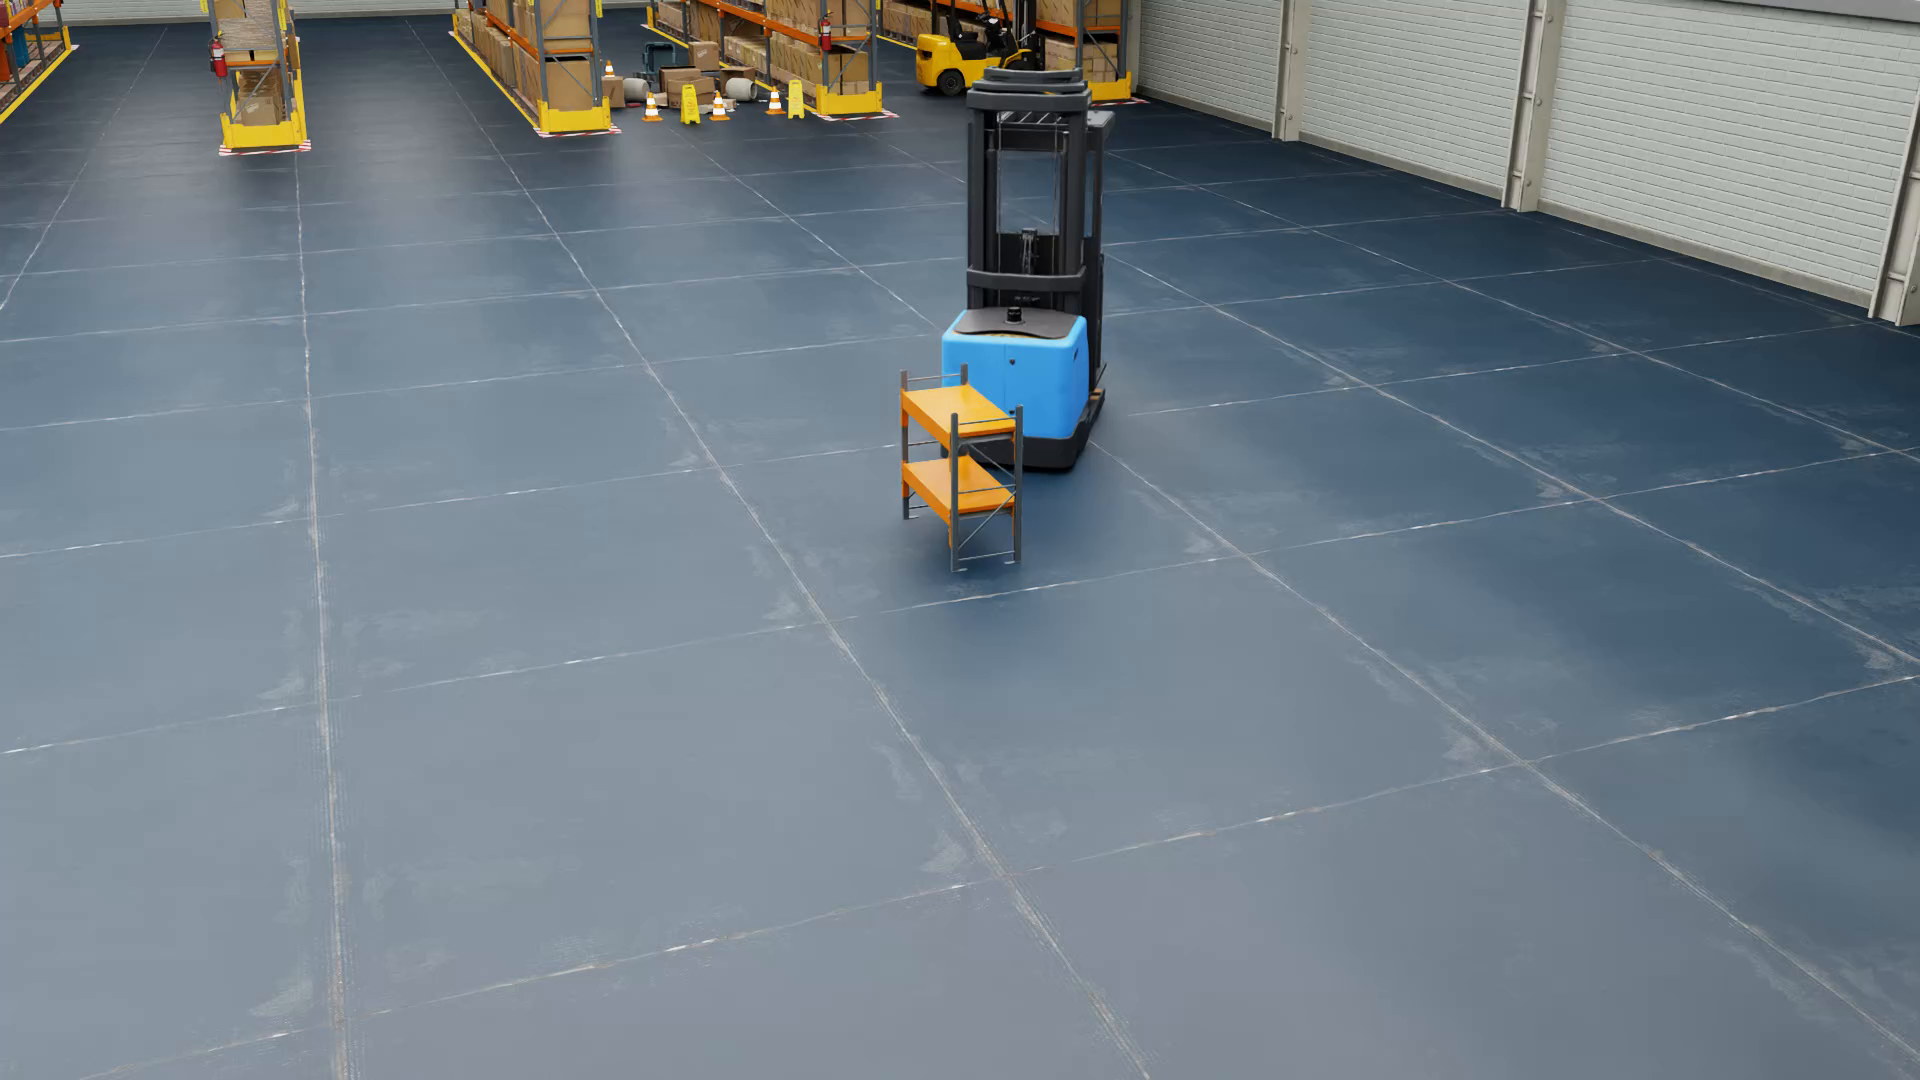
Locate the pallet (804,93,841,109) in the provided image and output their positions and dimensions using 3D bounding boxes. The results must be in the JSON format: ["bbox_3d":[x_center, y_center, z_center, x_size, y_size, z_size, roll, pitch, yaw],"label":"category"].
[{"bbox_3d":[-2.257,-8.172,30.866,1.003,0.211,1.213,-8,24,-19],"label":"pallet"}]

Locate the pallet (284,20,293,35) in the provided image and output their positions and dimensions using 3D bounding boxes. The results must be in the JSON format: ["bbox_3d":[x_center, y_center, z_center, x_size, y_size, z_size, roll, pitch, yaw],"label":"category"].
[{"bbox_3d":[-12.794,-9.432,30.513,1.003,0.211,1.213,-8,24,-19],"label":"pallet"}]

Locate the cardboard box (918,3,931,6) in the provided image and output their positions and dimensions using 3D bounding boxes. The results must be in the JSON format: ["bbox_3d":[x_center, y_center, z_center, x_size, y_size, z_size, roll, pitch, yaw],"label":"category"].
[{"bbox_3d":[-0.819,-13.039,40.667,0.380,0.149,0.250,-8,24,-18],"label":"cardboard box"}]

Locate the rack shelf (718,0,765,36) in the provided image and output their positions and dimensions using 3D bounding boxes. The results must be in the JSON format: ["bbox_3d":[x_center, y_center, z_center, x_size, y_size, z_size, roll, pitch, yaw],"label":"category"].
[{"bbox_3d":[-4.096,-10.978,34.860,1.077,0.370,4.000,-8,24,-19],"label":"rack shelf"}]

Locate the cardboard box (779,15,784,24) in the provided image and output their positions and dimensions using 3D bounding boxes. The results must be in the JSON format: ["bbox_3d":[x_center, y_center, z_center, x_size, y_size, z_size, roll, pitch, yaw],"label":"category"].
[{"bbox_3d":[-3.263,-10.037,32.024,0.380,0.149,0.250,-8,24,-17],"label":"cardboard box"}]

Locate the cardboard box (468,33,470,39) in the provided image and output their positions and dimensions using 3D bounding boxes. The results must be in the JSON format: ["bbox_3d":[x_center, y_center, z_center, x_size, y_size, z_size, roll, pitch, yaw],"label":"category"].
[{"bbox_3d":[-11.435,-11.942,39.351,0.380,0.149,0.250,-9,25,-21],"label":"cardboard box"}]

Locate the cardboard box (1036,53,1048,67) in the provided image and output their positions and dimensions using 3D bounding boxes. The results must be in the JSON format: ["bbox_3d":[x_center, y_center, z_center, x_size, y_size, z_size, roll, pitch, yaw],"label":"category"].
[{"bbox_3d":[1.833,-9.471,32.714,0.500,0.250,0.500,-9,24,-20],"label":"cardboard box"}]

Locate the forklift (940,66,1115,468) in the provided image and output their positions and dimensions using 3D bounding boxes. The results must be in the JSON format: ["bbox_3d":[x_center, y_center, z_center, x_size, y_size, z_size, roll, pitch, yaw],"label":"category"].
[{"bbox_3d":[0.653,-2.450,13.790,1.130,2.935,3.031,5,23,11],"label":"forklift"}]

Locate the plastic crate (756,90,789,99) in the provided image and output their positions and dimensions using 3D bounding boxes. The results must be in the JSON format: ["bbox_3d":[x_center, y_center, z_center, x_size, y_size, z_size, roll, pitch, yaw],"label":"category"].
[{"bbox_3d":[-3.602,-8.554,31.942,0.402,0.080,0.583,-18,29,-37],"label":"plastic crate"}]

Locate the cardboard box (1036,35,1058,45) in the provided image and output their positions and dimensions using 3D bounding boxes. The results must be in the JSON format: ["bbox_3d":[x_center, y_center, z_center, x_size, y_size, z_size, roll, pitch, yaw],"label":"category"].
[{"bbox_3d":[1.666,-9.875,33.030,0.500,0.250,0.500,-9,24,-20],"label":"cardboard box"}]

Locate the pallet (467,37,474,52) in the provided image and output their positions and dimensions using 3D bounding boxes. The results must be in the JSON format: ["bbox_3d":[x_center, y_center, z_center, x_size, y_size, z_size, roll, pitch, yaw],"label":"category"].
[{"bbox_3d":[-11.081,-11.728,39.303,1.003,0.211,1.213,-8,24,-19],"label":"pallet"}]

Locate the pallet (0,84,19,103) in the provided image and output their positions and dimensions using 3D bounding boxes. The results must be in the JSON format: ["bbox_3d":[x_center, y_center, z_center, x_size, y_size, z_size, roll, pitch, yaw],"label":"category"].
[{"bbox_3d":[-18.470,-8.425,31.467,1.003,0.211,1.213,-8,24,-19],"label":"pallet"}]

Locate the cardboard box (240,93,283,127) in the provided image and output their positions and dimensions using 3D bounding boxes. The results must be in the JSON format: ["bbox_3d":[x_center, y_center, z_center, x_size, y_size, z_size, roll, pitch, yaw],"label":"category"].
[{"bbox_3d":[-11.452,-7.040,27.269,0.500,0.500,0.500,-4,23,-9],"label":"cardboard box"}]

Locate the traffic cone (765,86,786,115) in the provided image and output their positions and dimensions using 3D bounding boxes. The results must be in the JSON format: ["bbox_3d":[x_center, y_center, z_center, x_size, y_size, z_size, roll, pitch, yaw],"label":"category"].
[{"bbox_3d":[-3.335,-7.939,29.991,0.336,0.463,0.334,-8,24,-19],"label":"traffic cone"}]

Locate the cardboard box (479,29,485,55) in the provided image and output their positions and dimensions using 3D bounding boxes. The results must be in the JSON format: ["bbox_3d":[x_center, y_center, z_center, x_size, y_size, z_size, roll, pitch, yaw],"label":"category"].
[{"bbox_3d":[-10.256,-10.944,36.531,0.500,0.500,0.500,-9,25,-21],"label":"cardboard box"}]

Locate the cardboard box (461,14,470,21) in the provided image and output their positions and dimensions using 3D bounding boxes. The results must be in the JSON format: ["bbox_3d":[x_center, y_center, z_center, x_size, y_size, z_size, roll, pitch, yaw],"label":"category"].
[{"bbox_3d":[-11.873,-12.668,40.308,0.380,0.149,0.250,-8,24,-18],"label":"cardboard box"}]

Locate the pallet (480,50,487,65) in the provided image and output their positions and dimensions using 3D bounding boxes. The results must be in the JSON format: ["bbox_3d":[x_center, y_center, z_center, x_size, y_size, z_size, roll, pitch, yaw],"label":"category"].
[{"bbox_3d":[-10.099,-10.762,37.011,1.003,0.211,1.213,-8,24,-19],"label":"pallet"}]

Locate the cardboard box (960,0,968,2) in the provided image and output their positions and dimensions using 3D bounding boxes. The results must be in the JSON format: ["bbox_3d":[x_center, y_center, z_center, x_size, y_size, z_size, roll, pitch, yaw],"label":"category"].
[{"bbox_3d":[0.311,-11.896,36.305,0.500,0.250,0.500,-8,24,-17],"label":"cardboard box"}]

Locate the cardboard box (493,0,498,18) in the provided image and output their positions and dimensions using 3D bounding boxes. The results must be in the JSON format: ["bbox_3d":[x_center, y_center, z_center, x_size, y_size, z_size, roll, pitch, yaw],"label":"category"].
[{"bbox_3d":[-8.957,-10.617,32.949,0.500,0.500,0.500,-9,24,-20],"label":"cardboard box"}]

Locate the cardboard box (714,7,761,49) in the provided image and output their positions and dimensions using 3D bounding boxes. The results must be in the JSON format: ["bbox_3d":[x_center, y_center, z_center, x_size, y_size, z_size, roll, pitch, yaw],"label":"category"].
[{"bbox_3d":[-4.969,-11.513,37.398,0.875,0.875,0.875,-9,24,-19],"label":"cardboard box"}]

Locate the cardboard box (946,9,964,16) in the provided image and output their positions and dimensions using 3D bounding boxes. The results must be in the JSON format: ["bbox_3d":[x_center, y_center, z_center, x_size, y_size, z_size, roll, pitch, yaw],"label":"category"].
[{"bbox_3d":[-0.121,-12.391,39.130,0.380,0.149,0.250,-8,24,-17],"label":"cardboard box"}]

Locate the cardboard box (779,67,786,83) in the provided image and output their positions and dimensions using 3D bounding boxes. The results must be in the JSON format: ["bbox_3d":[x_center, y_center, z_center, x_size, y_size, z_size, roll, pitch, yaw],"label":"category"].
[{"bbox_3d":[-3.234,-9.065,32.395,0.500,0.250,0.500,-7,24,-16],"label":"cardboard box"}]

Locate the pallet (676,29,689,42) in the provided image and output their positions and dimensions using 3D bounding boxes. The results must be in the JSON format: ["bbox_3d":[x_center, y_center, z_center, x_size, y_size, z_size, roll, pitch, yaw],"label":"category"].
[{"bbox_3d":[-6.411,-12.491,41.115,1.003,0.211,1.213,-8,24,-19],"label":"pallet"}]

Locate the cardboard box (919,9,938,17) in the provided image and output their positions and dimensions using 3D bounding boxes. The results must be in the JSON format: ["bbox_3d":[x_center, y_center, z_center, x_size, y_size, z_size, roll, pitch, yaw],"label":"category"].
[{"bbox_3d":[-0.749,-12.400,39.151,0.380,0.149,0.250,-9,25,-21],"label":"cardboard box"}]

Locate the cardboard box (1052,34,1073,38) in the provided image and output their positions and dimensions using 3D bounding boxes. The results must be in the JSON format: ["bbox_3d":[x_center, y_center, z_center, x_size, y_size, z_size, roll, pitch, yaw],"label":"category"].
[{"bbox_3d":[2.152,-9.951,33.209,0.500,0.250,0.500,-9,24,-20],"label":"cardboard box"}]

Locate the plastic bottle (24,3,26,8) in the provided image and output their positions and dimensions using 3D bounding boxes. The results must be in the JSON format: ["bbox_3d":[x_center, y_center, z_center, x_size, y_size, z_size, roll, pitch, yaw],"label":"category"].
[{"bbox_3d":[-19.612,-11.221,34.767,0.097,0.201,0.097,0,23,0],"label":"plastic bottle"}]

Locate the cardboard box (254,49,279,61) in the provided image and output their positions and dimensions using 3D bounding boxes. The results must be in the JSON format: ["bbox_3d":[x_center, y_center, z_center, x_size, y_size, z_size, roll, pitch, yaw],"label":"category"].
[{"bbox_3d":[-11.125,-7.790,26.693,0.380,0.149,0.250,-8,24,-19],"label":"cardboard box"}]

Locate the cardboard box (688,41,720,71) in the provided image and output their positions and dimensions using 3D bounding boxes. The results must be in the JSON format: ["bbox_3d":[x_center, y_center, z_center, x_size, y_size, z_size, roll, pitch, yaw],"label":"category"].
[{"bbox_3d":[-5.044,-9.524,32.729,0.500,0.500,0.500,-8,24,-19],"label":"cardboard box"}]

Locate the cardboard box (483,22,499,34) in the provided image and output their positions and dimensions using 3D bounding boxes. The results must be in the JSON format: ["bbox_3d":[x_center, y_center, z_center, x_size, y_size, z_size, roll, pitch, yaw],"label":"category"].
[{"bbox_3d":[-9.884,-10.920,35.508,0.500,0.250,0.500,-9,24,-20],"label":"cardboard box"}]

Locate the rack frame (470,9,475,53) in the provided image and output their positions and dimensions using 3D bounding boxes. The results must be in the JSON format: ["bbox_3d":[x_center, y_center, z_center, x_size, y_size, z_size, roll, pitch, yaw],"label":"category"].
[{"bbox_3d":[-10.811,-12.773,38.194,1.000,3.000,0.127,-8,24,-19],"label":"rack frame"}]

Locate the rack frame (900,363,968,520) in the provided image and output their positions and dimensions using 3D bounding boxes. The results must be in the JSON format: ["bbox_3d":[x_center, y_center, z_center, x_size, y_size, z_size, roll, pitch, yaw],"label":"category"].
[{"bbox_3d":[-0.182,-0.706,11.976,0.500,1.125,0.032,-8,24,-19],"label":"rack frame"}]

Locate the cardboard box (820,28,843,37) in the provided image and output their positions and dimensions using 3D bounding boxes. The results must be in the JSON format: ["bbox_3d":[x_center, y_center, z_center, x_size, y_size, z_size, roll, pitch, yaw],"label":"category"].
[{"bbox_3d":[-2.308,-9.120,29.849,0.380,0.149,0.250,-8,24,-17],"label":"cardboard box"}]

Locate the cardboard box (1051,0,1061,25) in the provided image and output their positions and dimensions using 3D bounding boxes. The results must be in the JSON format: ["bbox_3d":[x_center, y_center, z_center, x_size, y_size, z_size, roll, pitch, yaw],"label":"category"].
[{"bbox_3d":[2.072,-10.190,31.936,0.500,0.500,0.500,-8,24,-17],"label":"cardboard box"}]

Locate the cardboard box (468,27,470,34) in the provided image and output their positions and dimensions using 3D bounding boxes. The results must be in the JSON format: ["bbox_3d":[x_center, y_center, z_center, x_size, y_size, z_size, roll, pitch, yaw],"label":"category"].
[{"bbox_3d":[-11.326,-11.958,39.005,0.380,0.149,0.250,-10,25,-22],"label":"cardboard box"}]

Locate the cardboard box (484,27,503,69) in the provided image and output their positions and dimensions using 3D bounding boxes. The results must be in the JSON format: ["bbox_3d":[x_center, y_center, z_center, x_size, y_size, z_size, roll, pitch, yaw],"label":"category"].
[{"bbox_3d":[-9.267,-10.243,34.547,1.050,0.750,0.750,-9,24,-20],"label":"cardboard box"}]

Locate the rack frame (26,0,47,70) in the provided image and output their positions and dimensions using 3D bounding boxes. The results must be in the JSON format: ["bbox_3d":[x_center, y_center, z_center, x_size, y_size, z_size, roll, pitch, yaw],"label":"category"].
[{"bbox_3d":[-20.120,-11.450,35.054,1.000,3.000,0.127,-8,24,-19],"label":"rack frame"}]

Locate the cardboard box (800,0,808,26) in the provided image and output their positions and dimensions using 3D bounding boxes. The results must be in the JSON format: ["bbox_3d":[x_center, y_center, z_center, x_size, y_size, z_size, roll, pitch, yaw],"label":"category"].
[{"bbox_3d":[-2.598,-9.654,30.282,0.500,0.500,0.500,-8,24,-19],"label":"cardboard box"}]

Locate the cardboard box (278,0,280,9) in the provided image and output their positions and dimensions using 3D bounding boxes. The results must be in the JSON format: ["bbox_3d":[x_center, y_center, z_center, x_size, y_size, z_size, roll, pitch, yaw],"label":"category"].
[{"bbox_3d":[-11.357,-8.833,27.046,0.500,0.500,0.500,-8,24,-19],"label":"cardboard box"}]

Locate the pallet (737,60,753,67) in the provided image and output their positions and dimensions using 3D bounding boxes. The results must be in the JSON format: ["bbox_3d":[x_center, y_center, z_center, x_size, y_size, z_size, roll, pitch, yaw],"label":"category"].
[{"bbox_3d":[-4.100,-10.024,35.261,1.003,0.211,1.213,-8,24,-19],"label":"pallet"}]

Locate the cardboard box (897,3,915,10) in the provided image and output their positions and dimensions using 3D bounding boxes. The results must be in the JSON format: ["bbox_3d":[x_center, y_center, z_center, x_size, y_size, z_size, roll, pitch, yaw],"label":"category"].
[{"bbox_3d":[-1.314,-13.066,40.730,0.380,0.149,0.250,-9,24,-20],"label":"cardboard box"}]

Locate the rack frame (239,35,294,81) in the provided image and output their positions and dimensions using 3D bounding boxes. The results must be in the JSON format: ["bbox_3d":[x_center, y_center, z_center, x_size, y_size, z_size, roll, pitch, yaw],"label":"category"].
[{"bbox_3d":[-14.073,-10.676,33.218,1.000,3.000,0.127,-8,24,-19],"label":"rack frame"}]

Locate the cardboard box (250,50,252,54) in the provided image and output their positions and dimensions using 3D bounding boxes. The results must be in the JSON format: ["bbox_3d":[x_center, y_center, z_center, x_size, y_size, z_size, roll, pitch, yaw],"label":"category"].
[{"bbox_3d":[-11.889,-8.093,27.413,0.380,0.149,0.250,-8,24,-19],"label":"cardboard box"}]

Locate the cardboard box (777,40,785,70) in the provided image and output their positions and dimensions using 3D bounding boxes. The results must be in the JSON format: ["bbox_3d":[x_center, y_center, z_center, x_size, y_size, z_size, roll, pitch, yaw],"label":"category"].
[{"bbox_3d":[-3.233,-9.410,32.248,0.500,0.500,0.500,-7,24,-17],"label":"cardboard box"}]

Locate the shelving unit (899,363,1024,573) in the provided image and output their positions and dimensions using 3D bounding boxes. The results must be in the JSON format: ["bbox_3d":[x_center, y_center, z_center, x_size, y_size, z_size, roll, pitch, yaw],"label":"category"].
[{"bbox_3d":[-0.002,-0.521,11.537,0.538,1.125,1.048,-8,24,-19],"label":"shelving unit"}]

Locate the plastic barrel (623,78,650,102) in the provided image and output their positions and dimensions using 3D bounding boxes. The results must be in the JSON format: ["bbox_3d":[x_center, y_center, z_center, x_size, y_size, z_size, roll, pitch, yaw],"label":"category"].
[{"bbox_3d":[-6.149,-8.478,31.319,0.512,0.421,0.421,8,24,18],"label":"plastic barrel"}]

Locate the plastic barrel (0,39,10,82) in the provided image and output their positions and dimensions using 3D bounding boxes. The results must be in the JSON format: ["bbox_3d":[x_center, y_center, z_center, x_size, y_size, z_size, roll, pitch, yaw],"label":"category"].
[{"bbox_3d":[-18.896,-9.365,32.362,0.600,0.830,0.708,-8,24,-19],"label":"plastic barrel"}]

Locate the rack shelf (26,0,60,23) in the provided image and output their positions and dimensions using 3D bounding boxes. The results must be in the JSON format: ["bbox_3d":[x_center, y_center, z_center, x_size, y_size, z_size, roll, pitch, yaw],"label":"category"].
[{"bbox_3d":[-20.827,-11.845,36.918,1.077,0.370,4.000,-8,24,-19],"label":"rack shelf"}]

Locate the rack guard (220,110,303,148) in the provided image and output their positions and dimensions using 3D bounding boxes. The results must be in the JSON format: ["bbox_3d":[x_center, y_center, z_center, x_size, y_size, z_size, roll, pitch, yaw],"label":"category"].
[{"bbox_3d":[-11.274,-6.645,26.872,1.175,0.500,0.348,-8,24,-19],"label":"rack guard"}]

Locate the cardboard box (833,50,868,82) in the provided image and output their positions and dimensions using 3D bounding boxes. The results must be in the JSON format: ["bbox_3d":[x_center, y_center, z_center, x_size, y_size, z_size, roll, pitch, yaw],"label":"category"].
[{"bbox_3d":[-2.011,-8.741,30.660,0.500,0.500,0.500,-9,25,-21],"label":"cardboard box"}]

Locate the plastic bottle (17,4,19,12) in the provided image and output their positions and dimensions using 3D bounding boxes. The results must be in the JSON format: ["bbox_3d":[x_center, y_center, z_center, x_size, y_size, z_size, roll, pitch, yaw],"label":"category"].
[{"bbox_3d":[-19.257,-10.856,33.901,0.097,0.201,0.097,0,23,0],"label":"plastic bottle"}]

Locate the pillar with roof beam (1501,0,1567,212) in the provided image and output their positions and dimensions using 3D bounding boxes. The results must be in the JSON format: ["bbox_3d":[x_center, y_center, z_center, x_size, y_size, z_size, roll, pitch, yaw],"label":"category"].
[{"bbox_3d":[3.475,-8.002,19.149,9.100,9.000,0.400,-8,24,-19],"label":"pillar with roof beam"}]

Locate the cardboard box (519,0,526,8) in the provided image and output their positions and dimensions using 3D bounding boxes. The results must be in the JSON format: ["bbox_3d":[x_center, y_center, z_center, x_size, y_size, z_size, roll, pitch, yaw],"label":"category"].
[{"bbox_3d":[-7.326,-9.704,29.328,0.875,0.550,0.500,-8,24,-19],"label":"cardboard box"}]

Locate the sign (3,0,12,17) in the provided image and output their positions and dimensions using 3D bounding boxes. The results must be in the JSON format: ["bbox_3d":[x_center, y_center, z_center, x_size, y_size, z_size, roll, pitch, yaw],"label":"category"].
[{"bbox_3d":[-18.195,-10.150,31.759,0.100,0.325,0.005,-8,24,-19],"label":"sign"}]

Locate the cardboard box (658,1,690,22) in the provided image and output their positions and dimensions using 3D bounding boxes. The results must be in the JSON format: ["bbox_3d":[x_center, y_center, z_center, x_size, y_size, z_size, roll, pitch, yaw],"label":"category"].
[{"bbox_3d":[-7.302,-13.729,43.220,0.875,0.438,0.875,-9,25,-21],"label":"cardboard box"}]

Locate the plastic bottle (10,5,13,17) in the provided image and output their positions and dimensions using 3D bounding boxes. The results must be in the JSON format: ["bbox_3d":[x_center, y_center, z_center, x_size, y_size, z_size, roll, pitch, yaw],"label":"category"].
[{"bbox_3d":[-18.923,-10.570,33.118,0.061,0.283,0.133,-8,24,-19],"label":"plastic bottle"}]

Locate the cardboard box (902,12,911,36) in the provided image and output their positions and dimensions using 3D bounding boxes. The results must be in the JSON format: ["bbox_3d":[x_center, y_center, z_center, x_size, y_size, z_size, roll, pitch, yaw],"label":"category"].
[{"bbox_3d":[-1.066,-12.443,40.088,0.500,0.500,0.500,-9,25,-21],"label":"cardboard box"}]

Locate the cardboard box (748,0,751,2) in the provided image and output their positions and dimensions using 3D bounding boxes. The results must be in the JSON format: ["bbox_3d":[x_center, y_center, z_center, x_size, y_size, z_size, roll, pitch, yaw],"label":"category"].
[{"bbox_3d":[-4.124,-11.088,33.979,0.380,0.149,0.250,-8,24,-19],"label":"cardboard box"}]
